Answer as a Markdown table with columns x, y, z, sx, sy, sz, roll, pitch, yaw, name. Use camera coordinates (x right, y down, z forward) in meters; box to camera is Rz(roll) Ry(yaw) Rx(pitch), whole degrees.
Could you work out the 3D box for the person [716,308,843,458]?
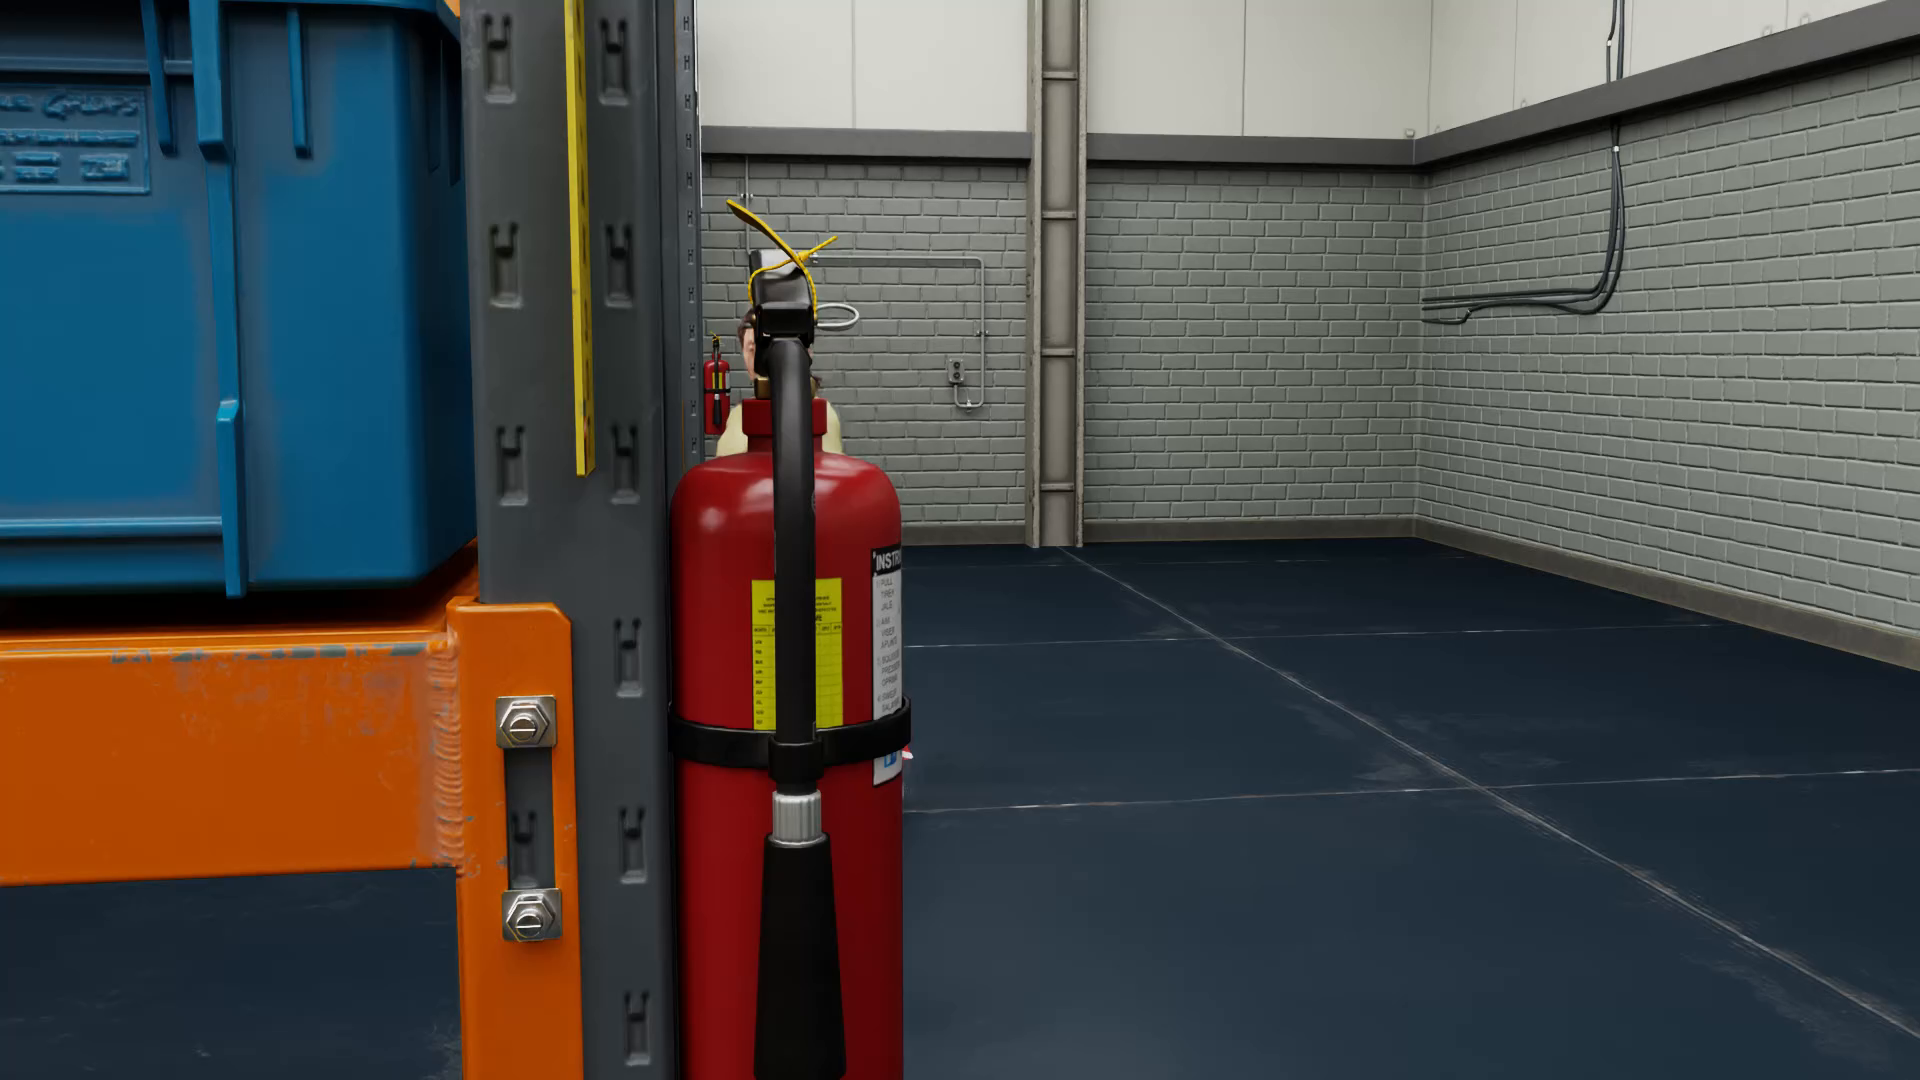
| x | y | z | sx | sy | sz | roll | pitch | yaw | name |
| --- | --- | --- | --- | --- | --- | --- | --- | --- | --- |
| -0.602 | 0.107 | 4.976 | 0.468 | 1.611 | 1.015 | 4 | 8 | 30 | person |
